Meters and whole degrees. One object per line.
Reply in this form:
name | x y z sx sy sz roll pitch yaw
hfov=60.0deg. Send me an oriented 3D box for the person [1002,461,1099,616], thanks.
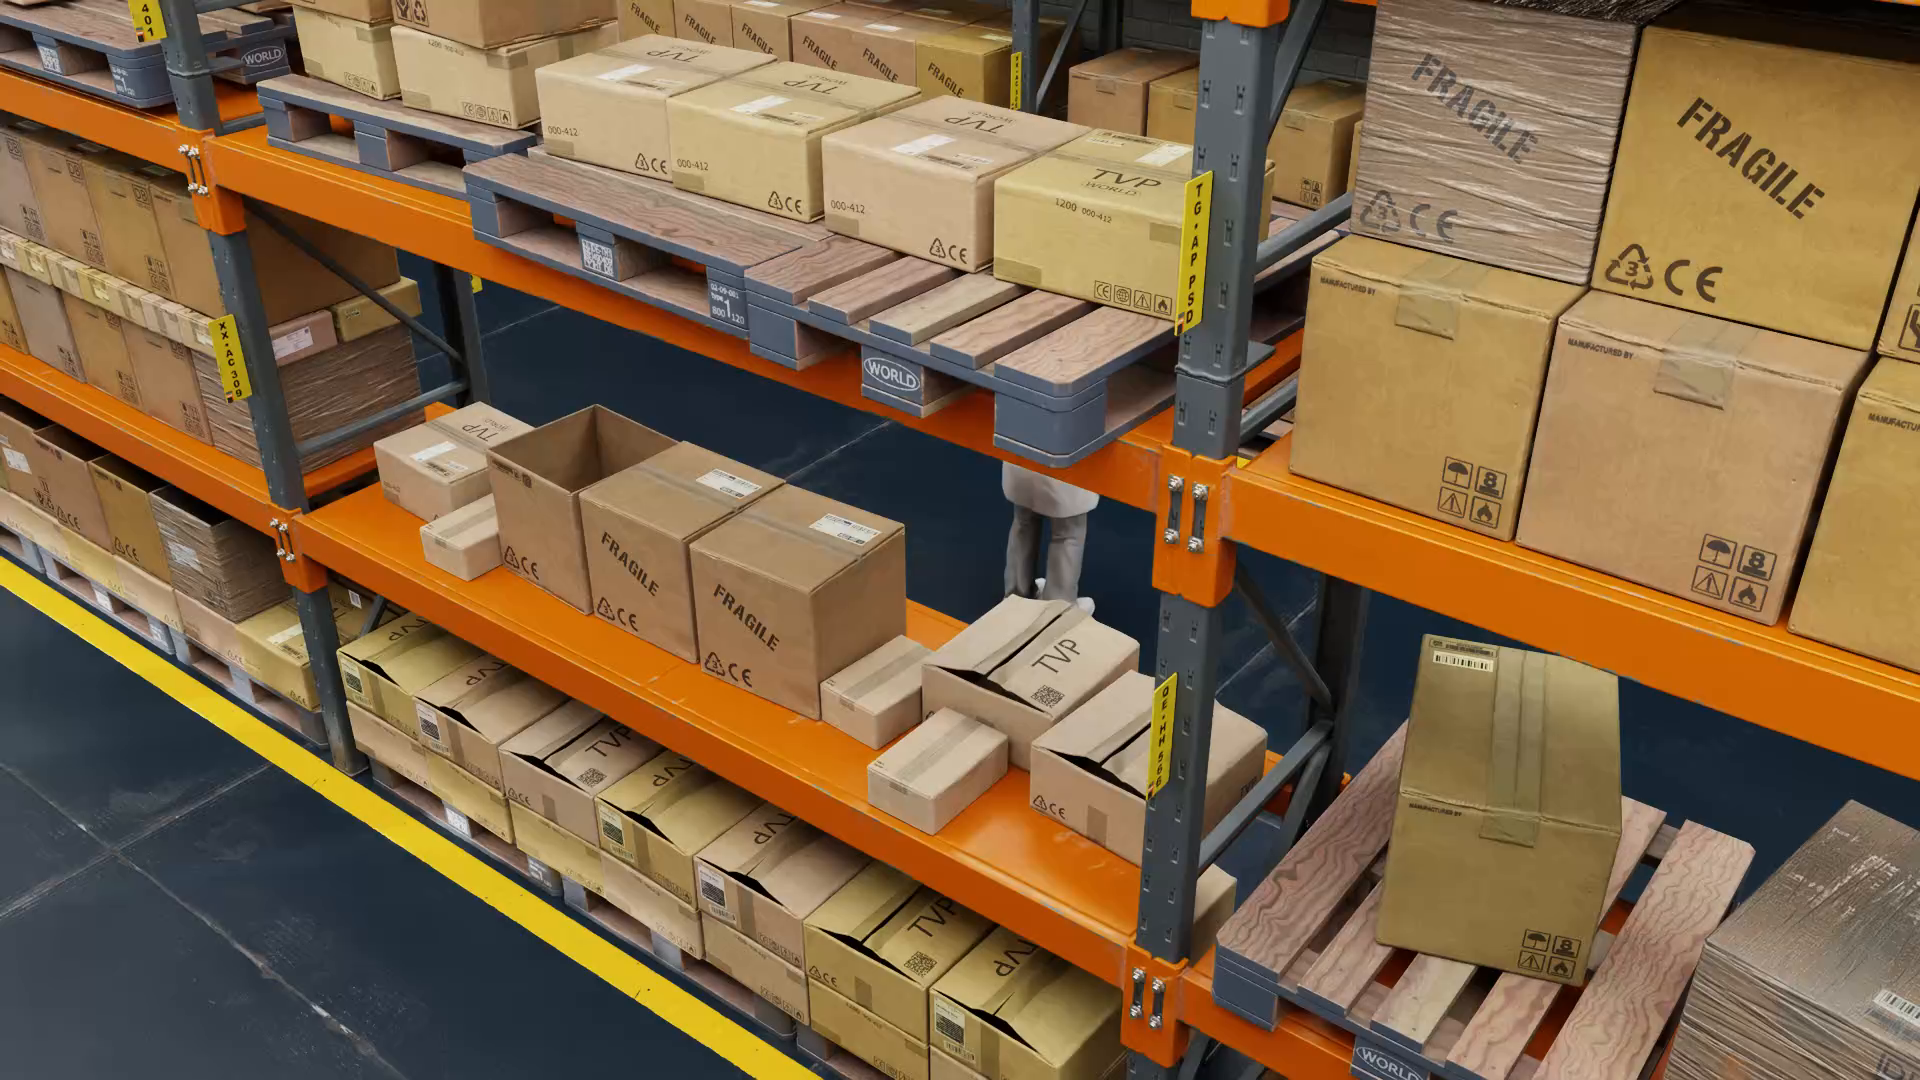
person | 0.472 -0.412 7.893 0.525 1.733 0.543 21 36 31
